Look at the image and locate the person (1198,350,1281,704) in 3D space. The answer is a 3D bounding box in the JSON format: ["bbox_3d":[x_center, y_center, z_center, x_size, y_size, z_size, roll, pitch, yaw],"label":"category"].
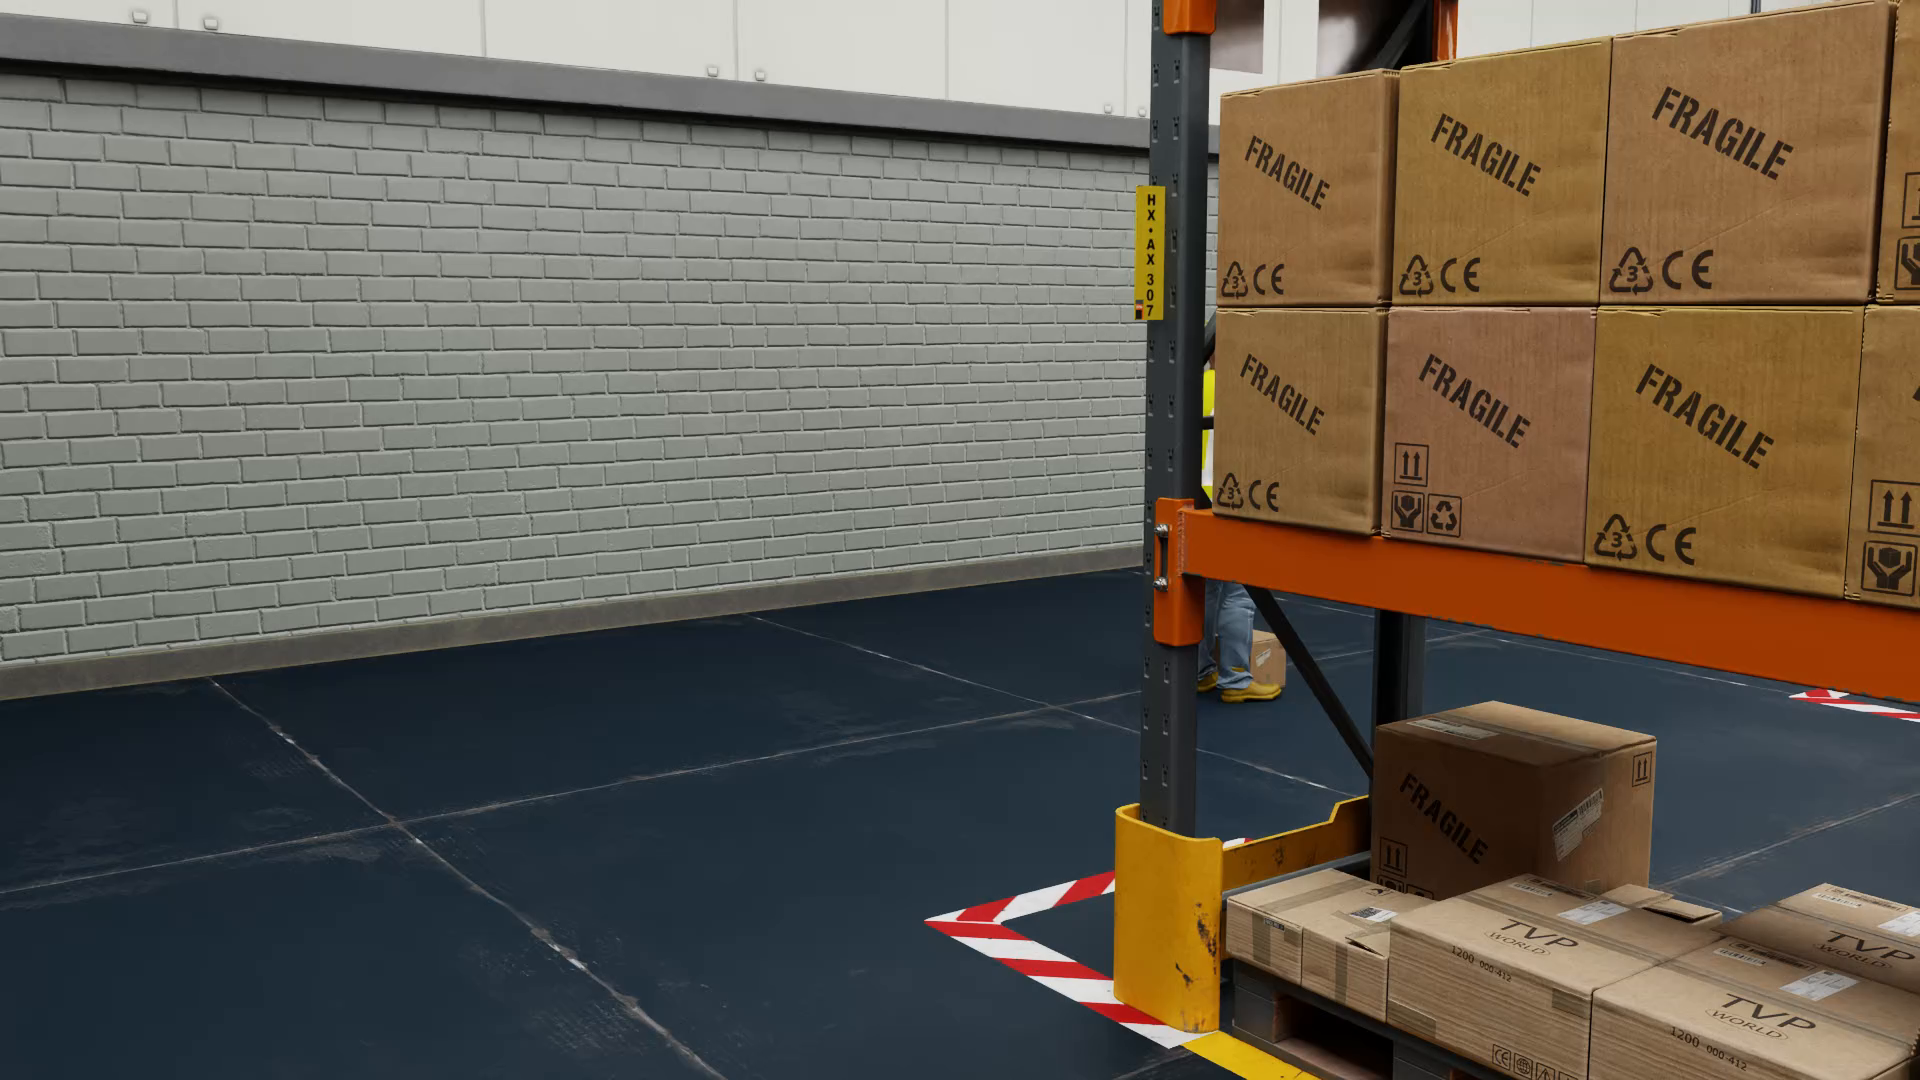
[{"bbox_3d":[1.213,-0.144,7.799,0.461,1.759,0.629,-6,10,-39],"label":"person"}]
